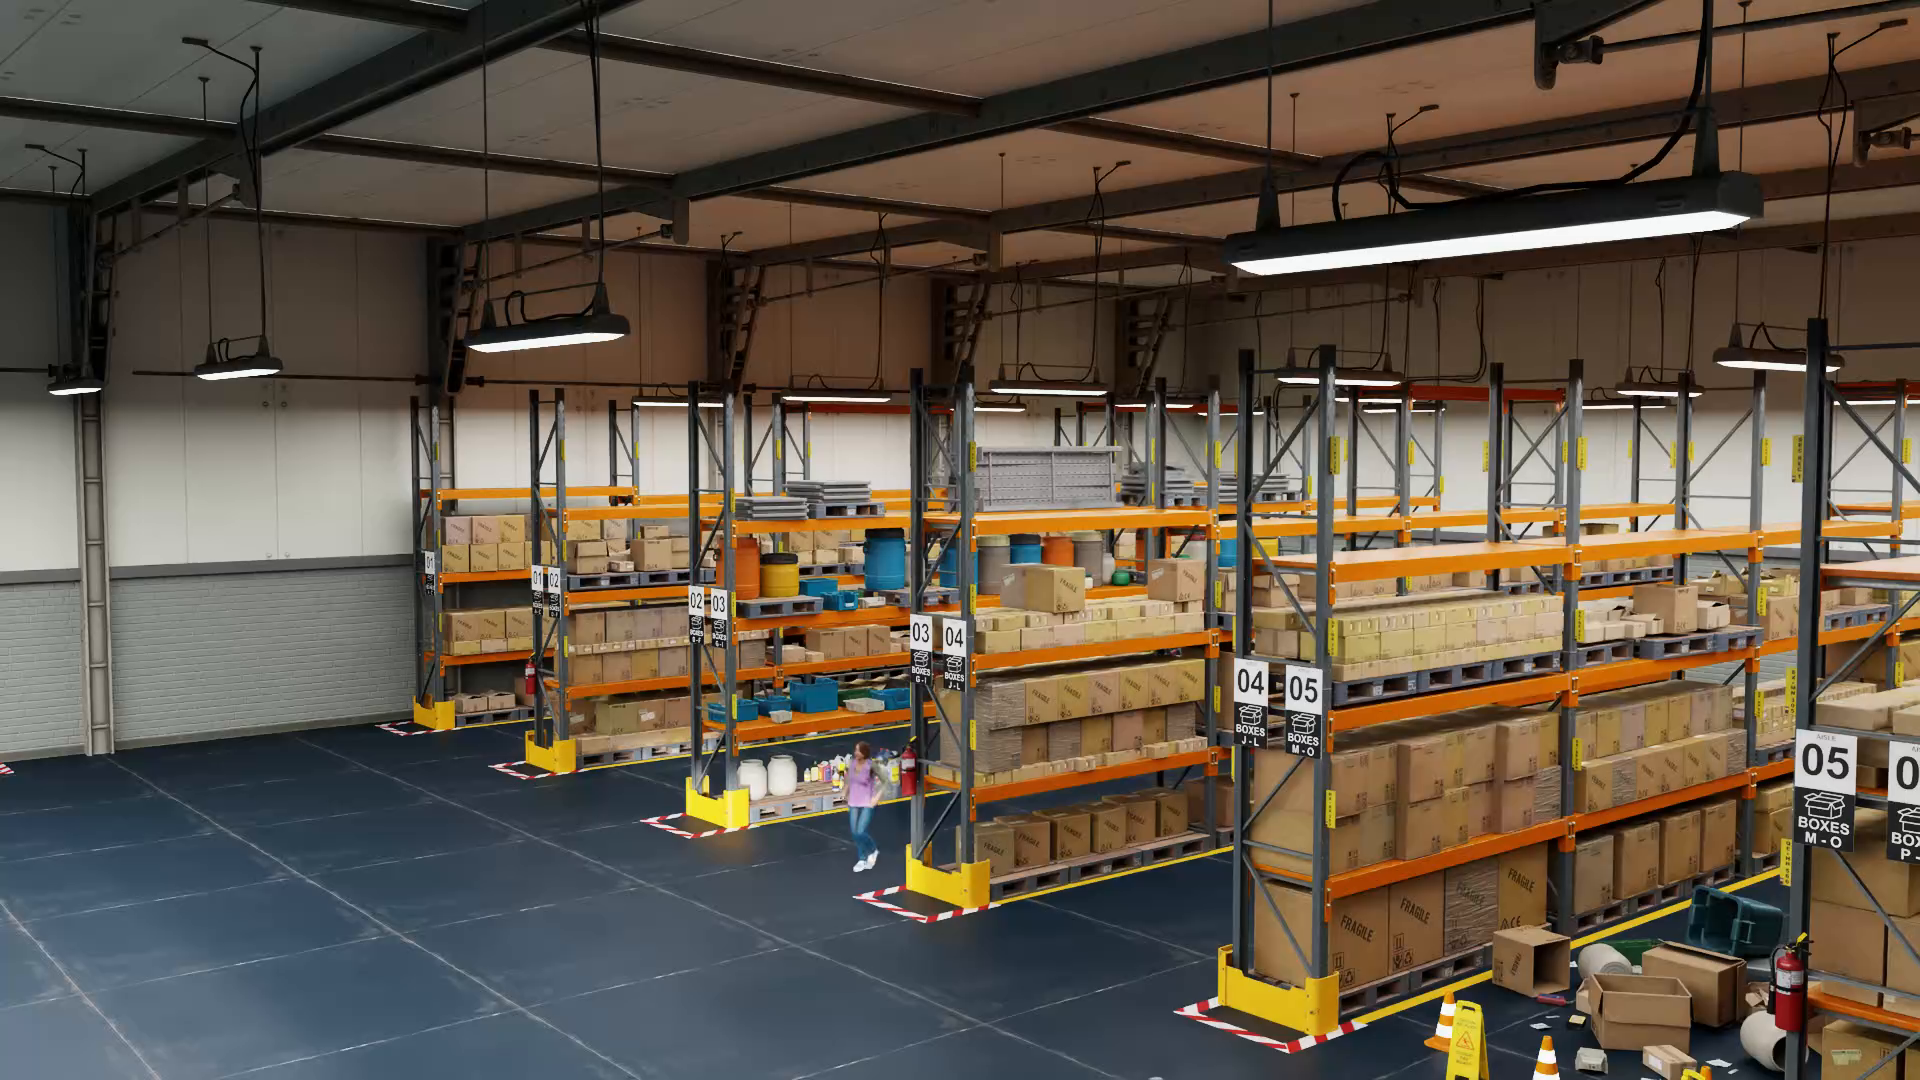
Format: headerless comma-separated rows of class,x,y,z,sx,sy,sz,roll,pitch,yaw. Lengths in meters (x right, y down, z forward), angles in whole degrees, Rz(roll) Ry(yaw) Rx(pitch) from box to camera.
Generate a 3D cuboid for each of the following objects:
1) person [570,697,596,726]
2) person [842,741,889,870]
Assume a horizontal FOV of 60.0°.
person,-6.524,2.637,28.558,0.564,1.694,0.655,-3,5,-44
person,-1.184,3.201,19.926,0.544,1.576,0.532,2,4,31
